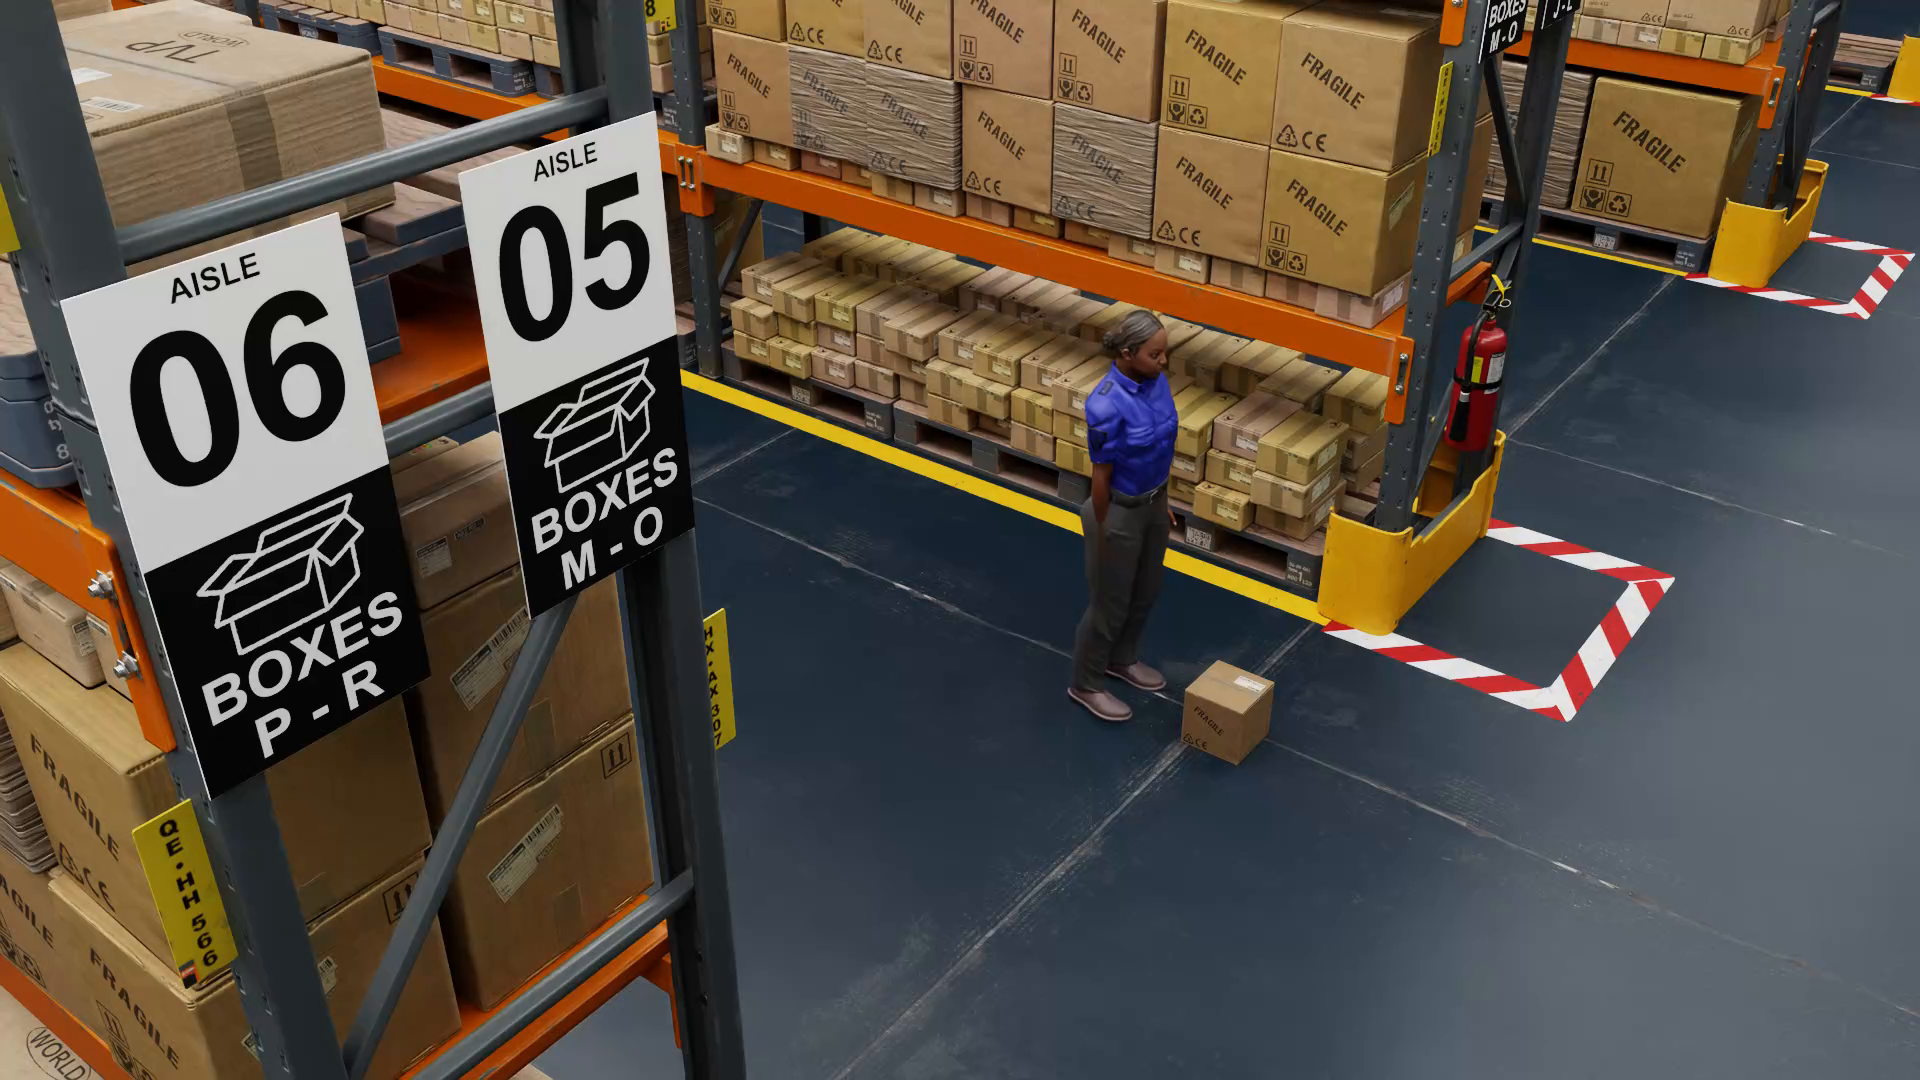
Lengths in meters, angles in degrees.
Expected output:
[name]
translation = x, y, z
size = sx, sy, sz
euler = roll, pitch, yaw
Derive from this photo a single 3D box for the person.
[person]
translation = 0.646, -0.100, 6.308
size = 0.300, 1.658, 0.438
euler = 22, 38, 32
